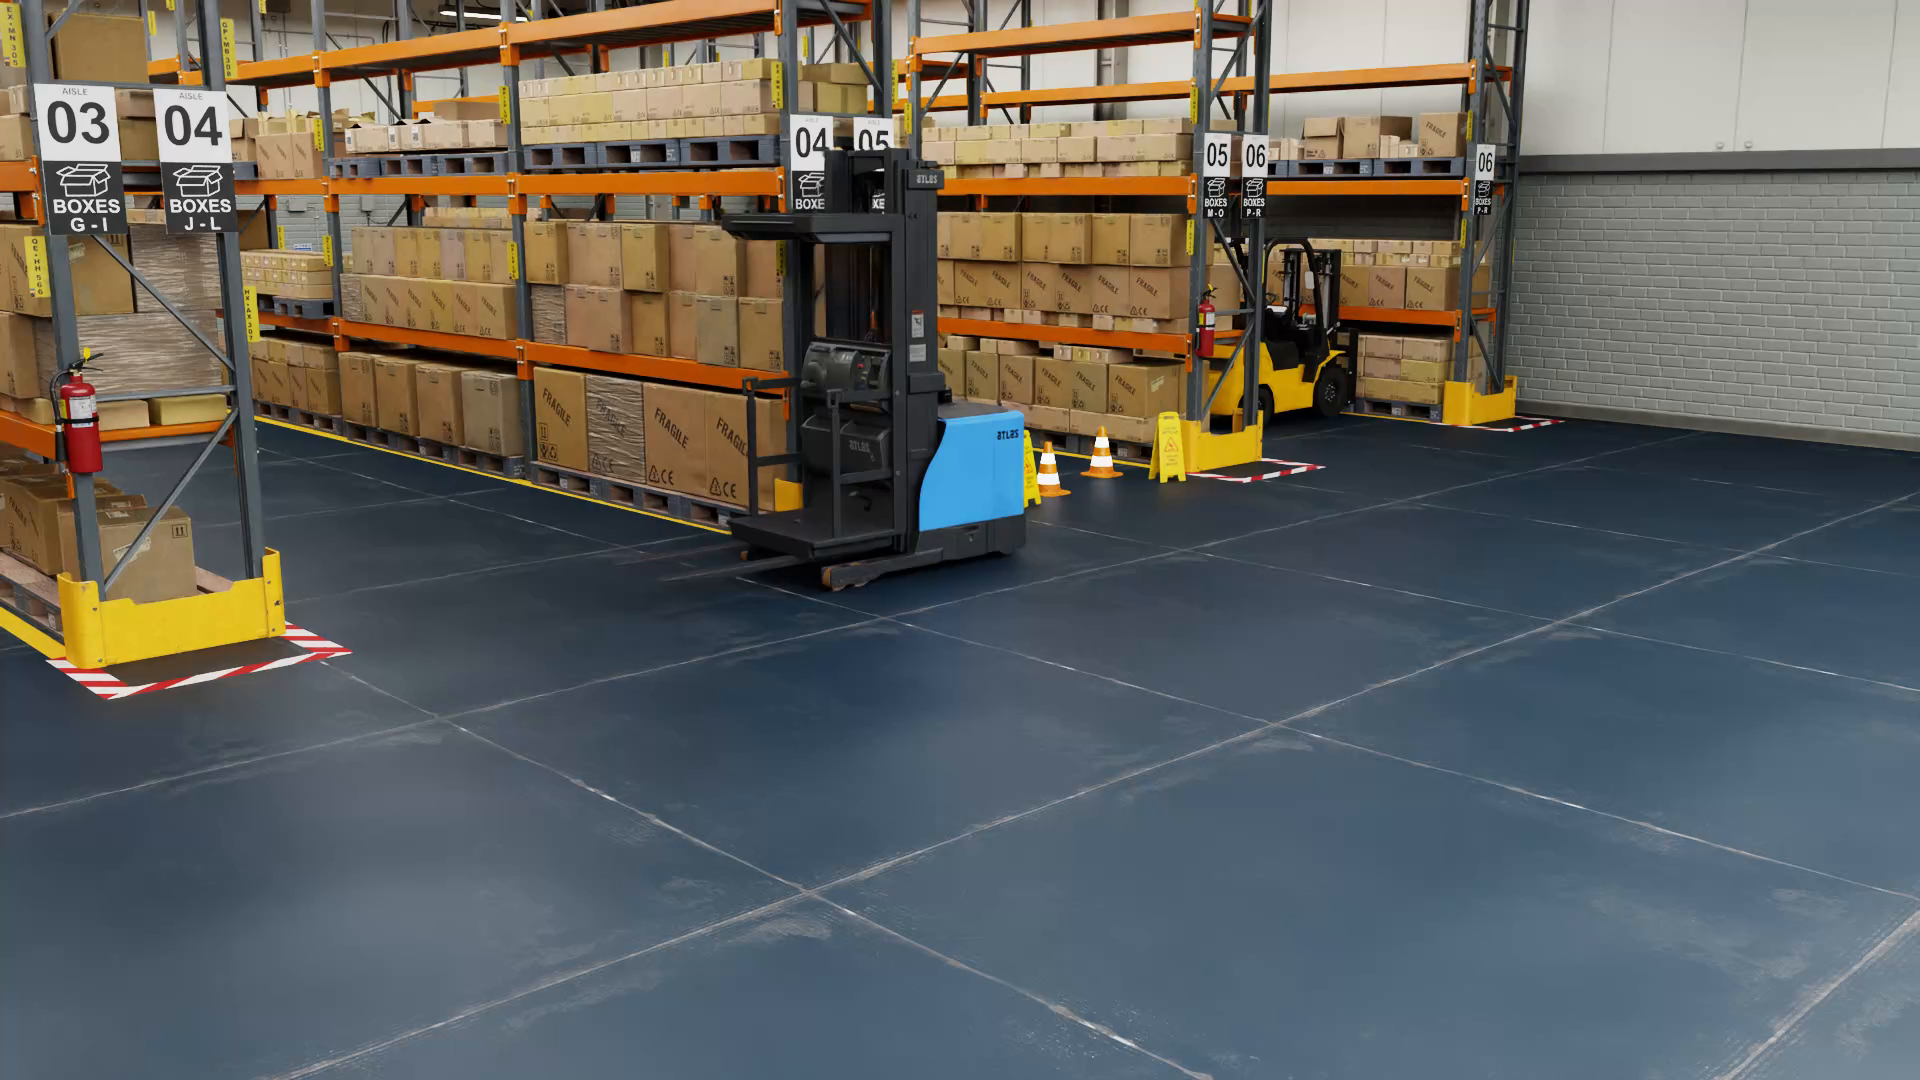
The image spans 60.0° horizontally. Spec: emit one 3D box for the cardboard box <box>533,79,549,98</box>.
[{"bbox_3d":[-3.499,-3.944,14.547,0.380,0.149,0.250,-11,16,-43],"label":"cardboard box"}]

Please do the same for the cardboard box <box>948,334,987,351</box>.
[{"bbox_3d":[0.083,-2.189,18.409,0.380,0.149,0.250,-11,16,-42],"label":"cardboard box"}]

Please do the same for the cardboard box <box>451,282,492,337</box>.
[{"bbox_3d":[-4.585,-2.252,16.162,0.500,0.500,0.500,-11,16,-43],"label":"cardboard box"}]

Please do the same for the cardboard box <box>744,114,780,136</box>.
[{"bbox_3d":[-1.394,-3.109,12.468,0.380,0.149,0.250,-11,16,-43],"label":"cardboard box"}]

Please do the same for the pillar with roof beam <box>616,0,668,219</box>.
[{"bbox_3d":[-9.195,-8.096,29.908,9.100,9.000,0.548,-11,16,-43],"label":"pillar with roof beam"}]

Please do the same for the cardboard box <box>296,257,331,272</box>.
[{"bbox_3d":[-7.114,-3.056,18.419,0.250,0.149,0.380,11,16,43],"label":"cardboard box"}]

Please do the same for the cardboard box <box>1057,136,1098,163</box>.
[{"bbox_3d":[1.334,-3.938,16.795,0.500,0.250,0.500,-10,16,-41],"label":"cardboard box"}]

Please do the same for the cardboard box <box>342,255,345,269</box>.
[{"bbox_3d":[-6.977,-3.218,19.205,0.380,0.149,0.250,-11,16,-43],"label":"cardboard box"}]

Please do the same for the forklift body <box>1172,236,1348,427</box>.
[{"bbox_3d":[3.549,-2.510,19.766,2.313,2.155,1.214,-11,16,-43],"label":"forklift body"}]

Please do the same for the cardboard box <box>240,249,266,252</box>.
[{"bbox_3d":[-9.366,-3.560,21.773,0.500,0.500,0.500,-11,16,-44],"label":"cardboard box"}]

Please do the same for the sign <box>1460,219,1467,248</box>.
[{"bbox_3d":[5.776,-3.513,19.073,0.100,0.325,0.005,-11,16,-43],"label":"sign"}]

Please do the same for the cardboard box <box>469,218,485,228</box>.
[{"bbox_3d":[-7.265,-4.754,25.828,0.500,0.500,0.500,-11,16,-42],"label":"cardboard box"}]

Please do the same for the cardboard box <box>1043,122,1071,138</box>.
[{"bbox_3d":[1.060,-4.175,16.957,0.380,0.149,0.250,-10,16,-41],"label":"cardboard box"}]

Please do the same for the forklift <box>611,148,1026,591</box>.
[{"bbox_3d":[-0.957,-1.211,11.527,3.031,2.935,1.130,-10,15,-40],"label":"forklift"}]

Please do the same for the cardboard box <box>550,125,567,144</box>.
[{"bbox_3d":[-3.325,-3.517,14.448,0.380,0.149,0.250,-11,16,-43],"label":"cardboard box"}]

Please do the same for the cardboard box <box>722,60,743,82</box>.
[{"bbox_3d":[-1.569,-3.537,12.568,0.380,0.149,0.250,-11,16,-42],"label":"cardboard box"}]

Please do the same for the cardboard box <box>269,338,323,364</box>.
[{"bbox_3d":[-7.803,-2.235,19.621,0.500,0.250,0.500,-10,16,-41],"label":"cardboard box"}]

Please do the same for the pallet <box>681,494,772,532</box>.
[{"bbox_3d":[-1.528,-0.247,13.586,1.003,0.211,1.213,-11,16,-43],"label":"pallet"}]

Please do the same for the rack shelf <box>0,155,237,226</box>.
[{"bbox_3d":[-5.958,-2.239,10.695,1.077,0.370,4.000,-11,16,-43],"label":"rack shelf"}]

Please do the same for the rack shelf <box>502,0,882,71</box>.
[{"bbox_3d":[-2.301,-4.189,13.716,1.077,0.370,4.000,-11,16,-43],"label":"rack shelf"}]

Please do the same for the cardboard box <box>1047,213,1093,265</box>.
[{"bbox_3d":[1.309,-3.075,16.940,0.700,0.500,0.500,-11,16,-43],"label":"cardboard box"}]

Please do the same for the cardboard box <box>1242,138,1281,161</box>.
[{"bbox_3d":[3.814,-5.012,21.304,0.500,0.311,0.500,-10,16,-41],"label":"cardboard box"}]

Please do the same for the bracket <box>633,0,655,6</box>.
[{"bbox_3d":[-6.052,-10.349,31.922,0.235,0.232,0.430,-11,16,-43],"label":"bracket"}]

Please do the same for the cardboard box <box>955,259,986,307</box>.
[{"bbox_3d":[0.294,-2.817,18.165,0.500,0.500,0.500,-11,16,-43],"label":"cardboard box"}]

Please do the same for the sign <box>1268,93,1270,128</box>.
[{"bbox_3d":[2.983,-4.184,16.187,0.100,0.325,0.005,-11,16,-43],"label":"sign"}]

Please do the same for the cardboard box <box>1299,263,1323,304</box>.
[{"bbox_3d":[4.587,-3.211,20.817,0.500,0.500,0.500,-11,16,-42],"label":"cardboard box"}]

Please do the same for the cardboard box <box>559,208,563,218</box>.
[{"bbox_3d":[-5.915,-4.936,25.105,0.380,0.149,0.250,-11,16,-42],"label":"cardboard box"}]

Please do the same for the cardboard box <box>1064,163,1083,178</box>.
[{"bbox_3d":[1.278,-3.761,16.923,0.250,0.149,0.380,11,16,44],"label":"cardboard box"}]

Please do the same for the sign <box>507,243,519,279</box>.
[{"bbox_3d":[-4.068,-2.542,15.142,0.100,0.325,0.005,-11,16,-43],"label":"sign"}]

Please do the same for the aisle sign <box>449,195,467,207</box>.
[{"bbox_3d":[-8.284,-5.873,27.544,0.394,0.787,0.004,-11,16,-43],"label":"aisle sign"}]

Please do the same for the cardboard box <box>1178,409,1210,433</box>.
[{"bbox_3d":[2.234,-1.227,17.205,0.500,0.250,0.500,-11,16,-43],"label":"cardboard box"}]

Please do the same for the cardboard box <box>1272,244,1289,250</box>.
[{"bbox_3d":[4.152,-3.764,21.156,0.380,0.149,0.250,-11,16,-43],"label":"cardboard box"}]

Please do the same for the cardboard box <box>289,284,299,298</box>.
[{"bbox_3d":[-7.288,-2.801,18.657,0.380,0.149,0.250,-11,16,-43],"label":"cardboard box"}]

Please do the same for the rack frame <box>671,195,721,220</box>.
[{"bbox_3d":[-4.871,-5.239,30.905,1.000,3.000,0.127,-11,16,-43],"label":"rack frame"}]

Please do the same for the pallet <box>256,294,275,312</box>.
[{"bbox_3d":[-7.841,-2.864,19.852,1.003,0.211,1.213,-11,16,-43],"label":"pallet"}]

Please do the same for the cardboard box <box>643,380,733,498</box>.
[{"bbox_3d":[-2.045,-0.890,14.021,0.875,0.875,0.875,-11,16,-43],"label":"cardboard box"}]

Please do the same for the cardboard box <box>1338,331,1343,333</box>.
[{"bbox_3d":[4.577,-2.497,20.893,0.500,0.250,0.500,-11,16,-44],"label":"cardboard box"}]

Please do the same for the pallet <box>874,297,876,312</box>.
[{"bbox_3d":[-0.594,-2.833,19.704,1.003,0.211,1.213,-11,16,-43],"label":"pallet"}]

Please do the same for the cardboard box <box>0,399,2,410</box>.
[{"bbox_3d":[-6.035,-0.924,10.587,0.380,0.149,0.250,-11,16,-43],"label":"cardboard box"}]

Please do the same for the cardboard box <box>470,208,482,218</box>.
[{"bbox_3d":[-7.373,-5.080,25.803,0.250,0.149,0.380,11,16,44],"label":"cardboard box"}]

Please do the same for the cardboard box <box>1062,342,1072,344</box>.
[{"bbox_3d":[1.996,-2.828,24.050,0.625,0.625,0.875,11,16,43],"label":"cardboard box"}]

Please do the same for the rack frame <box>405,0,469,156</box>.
[{"bbox_3d":[-8.459,-7.485,26.940,1.000,3.000,0.127,-11,16,-43],"label":"rack frame"}]

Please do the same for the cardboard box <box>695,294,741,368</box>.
[{"bbox_3d":[-1.604,-1.705,13.383,0.875,0.550,0.550,-11,16,-43],"label":"cardboard box"}]

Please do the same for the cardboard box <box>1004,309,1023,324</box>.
[{"bbox_3d":[0.690,-2.393,17.717,0.380,0.149,0.250,-11,16,-42],"label":"cardboard box"}]

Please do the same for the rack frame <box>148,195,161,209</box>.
[{"bbox_3d":[-11.969,-3.842,24.126,1.000,3.000,0.127,-11,16,-43],"label":"rack frame"}]

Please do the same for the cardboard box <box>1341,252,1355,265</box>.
[{"bbox_3d":[4.832,-3.466,20.444,0.380,0.149,0.250,-11,16,-42],"label":"cardboard box"}]

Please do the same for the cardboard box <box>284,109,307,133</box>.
[{"bbox_3d":[-7.277,-4.663,18.533,0.396,0.266,0.258,-11,16,-43],"label":"cardboard box"}]

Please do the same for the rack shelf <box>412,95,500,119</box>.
[{"bbox_3d":[-7.078,-6.645,25.636,1.077,0.370,4.000,-11,16,-43],"label":"rack shelf"}]

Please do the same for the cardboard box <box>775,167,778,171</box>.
[{"bbox_3d":[-1.860,-4.680,20.504,0.797,0.503,0.637,-11,16,-43],"label":"cardboard box"}]

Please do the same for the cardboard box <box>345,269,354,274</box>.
[{"bbox_3d":[-6.822,-3.040,19.080,0.380,0.149,0.250,-10,15,-40],"label":"cardboard box"}]

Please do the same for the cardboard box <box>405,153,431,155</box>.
[{"bbox_3d":[-5.872,-4.227,17.852,0.380,0.166,0.250,-11,16,-43],"label":"cardboard box"}]

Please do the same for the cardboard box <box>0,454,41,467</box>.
[{"bbox_3d":[-7.092,-0.332,12.241,0.500,0.500,0.500,11,16,43],"label":"cardboard box"}]
